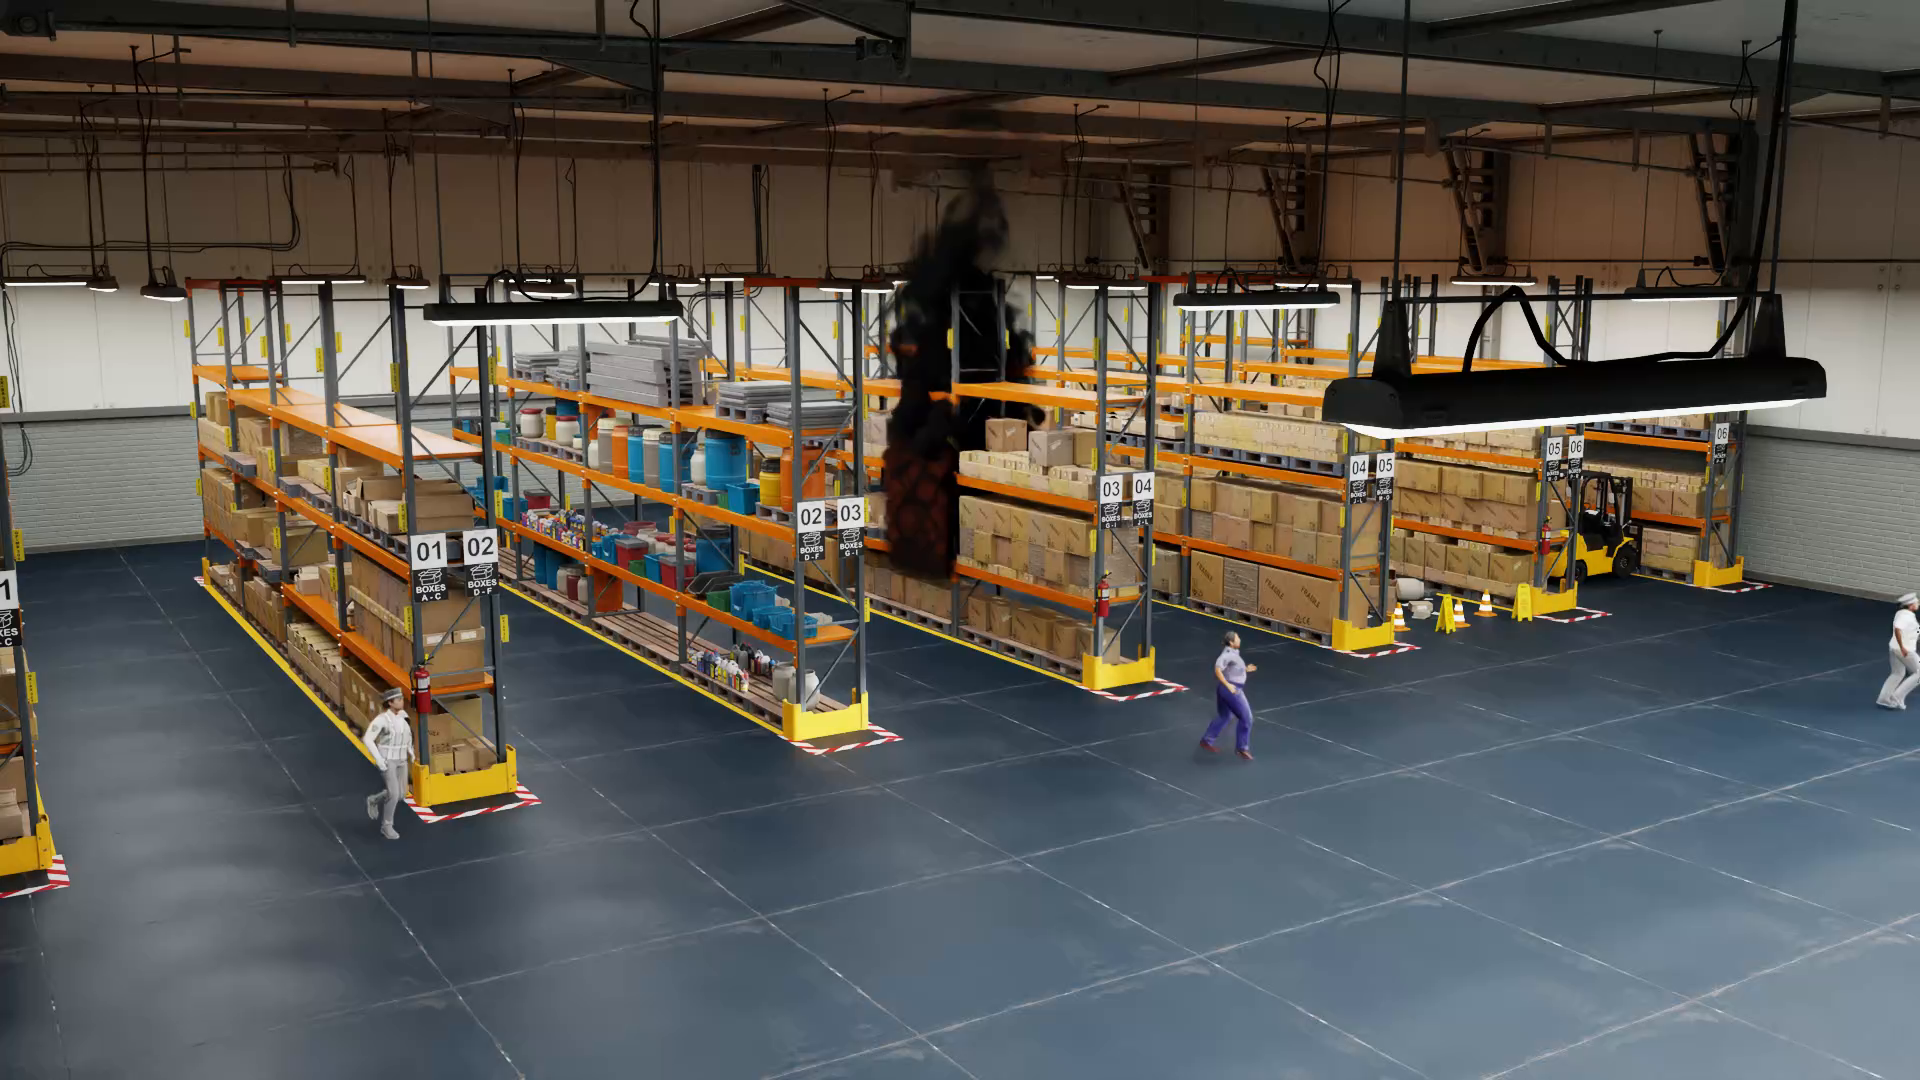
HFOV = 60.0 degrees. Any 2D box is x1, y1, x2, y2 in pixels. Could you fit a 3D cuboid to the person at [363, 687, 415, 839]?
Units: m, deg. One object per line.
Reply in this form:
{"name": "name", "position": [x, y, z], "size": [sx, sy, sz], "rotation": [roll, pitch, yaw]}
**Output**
{"name": "person", "position": [-6.380, 2.456, 18.612], "size": [0.575, 1.646, 0.657], "rotation": [5, 11, 27]}

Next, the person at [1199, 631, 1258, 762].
{"name": "person", "position": [3.453, 1.991, 21.249], "size": [0.699, 1.704, 0.587], "rotation": [0, 10, -1]}

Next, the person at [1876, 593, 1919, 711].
{"name": "person", "position": [13.443, 1.579, 23.624], "size": [0.638, 1.683, 0.578], "rotation": [1, 10, 8]}
